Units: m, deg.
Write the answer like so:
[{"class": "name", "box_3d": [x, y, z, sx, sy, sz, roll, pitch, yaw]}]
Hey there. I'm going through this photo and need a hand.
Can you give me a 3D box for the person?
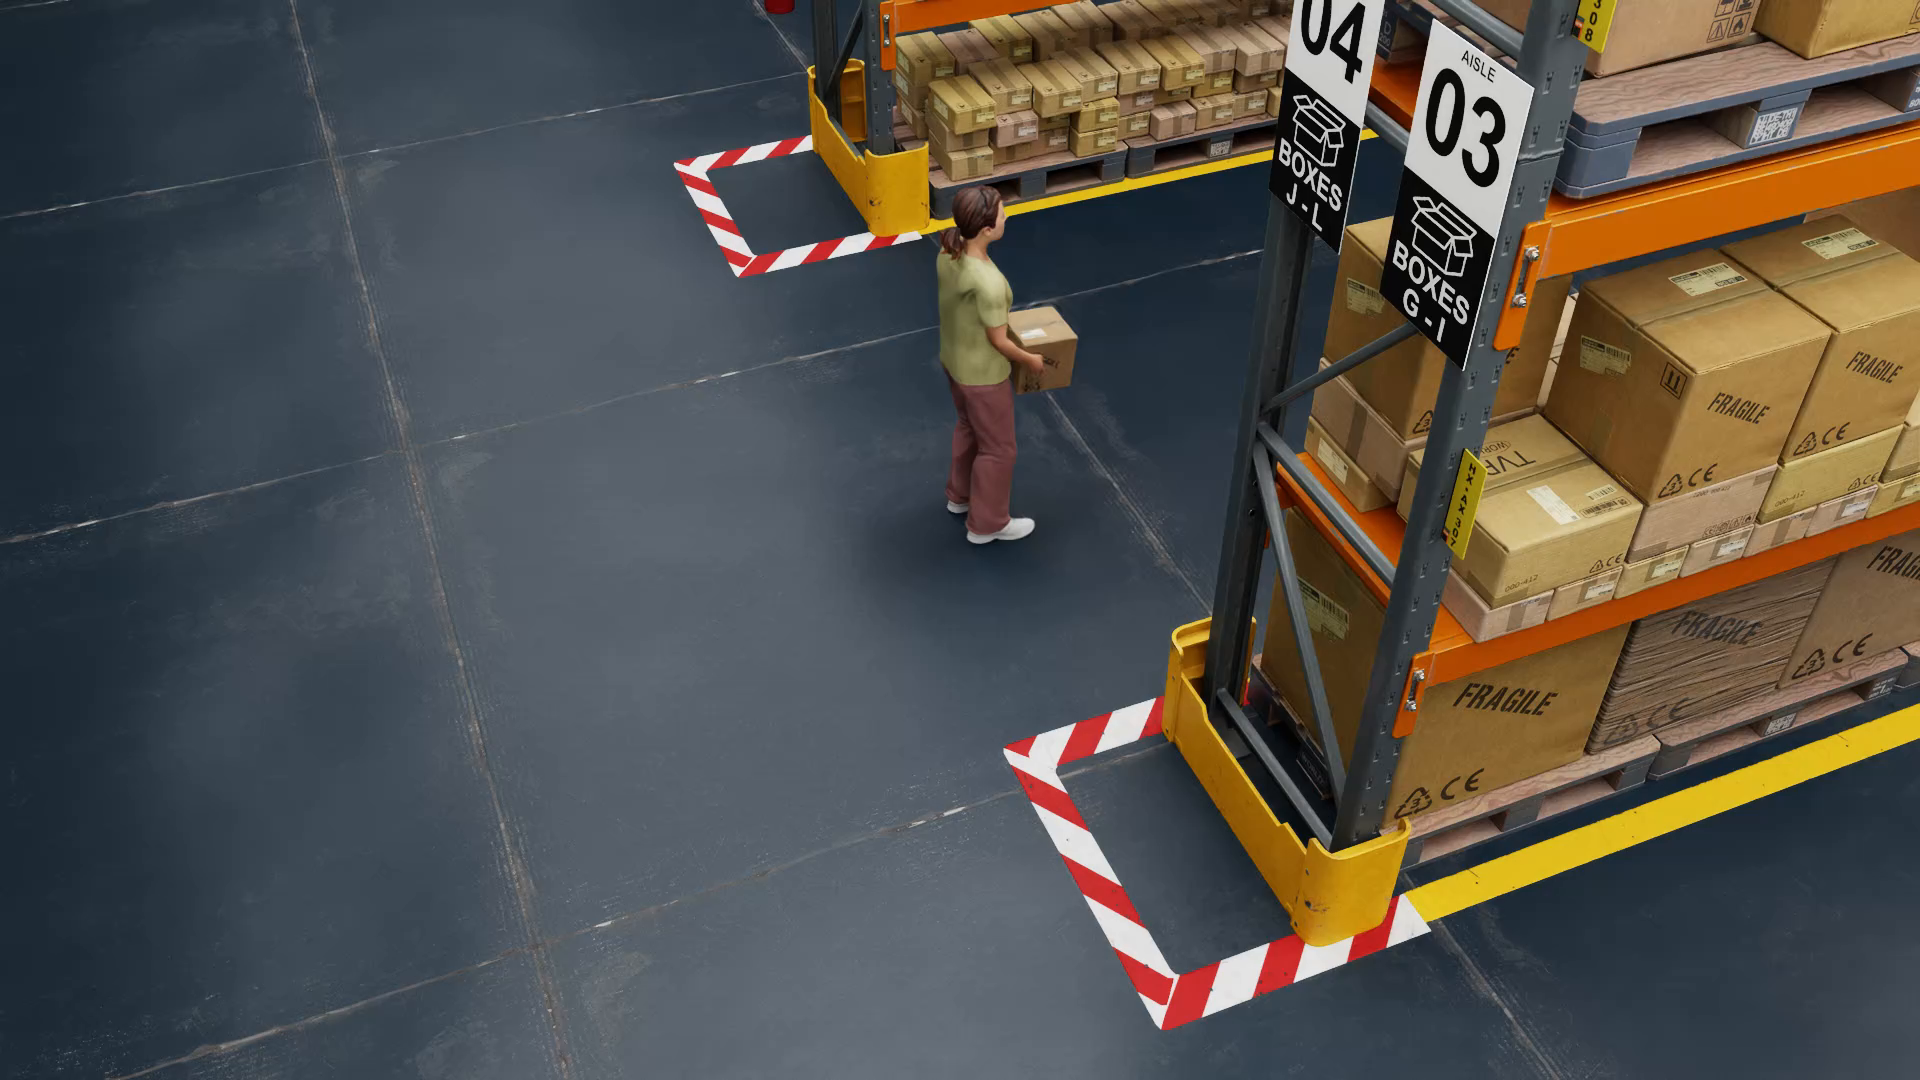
[{"class": "person", "box_3d": [0.113, -0.740, 6.983, 0.435, 1.675, 0.468, -16, 44, -17]}]
